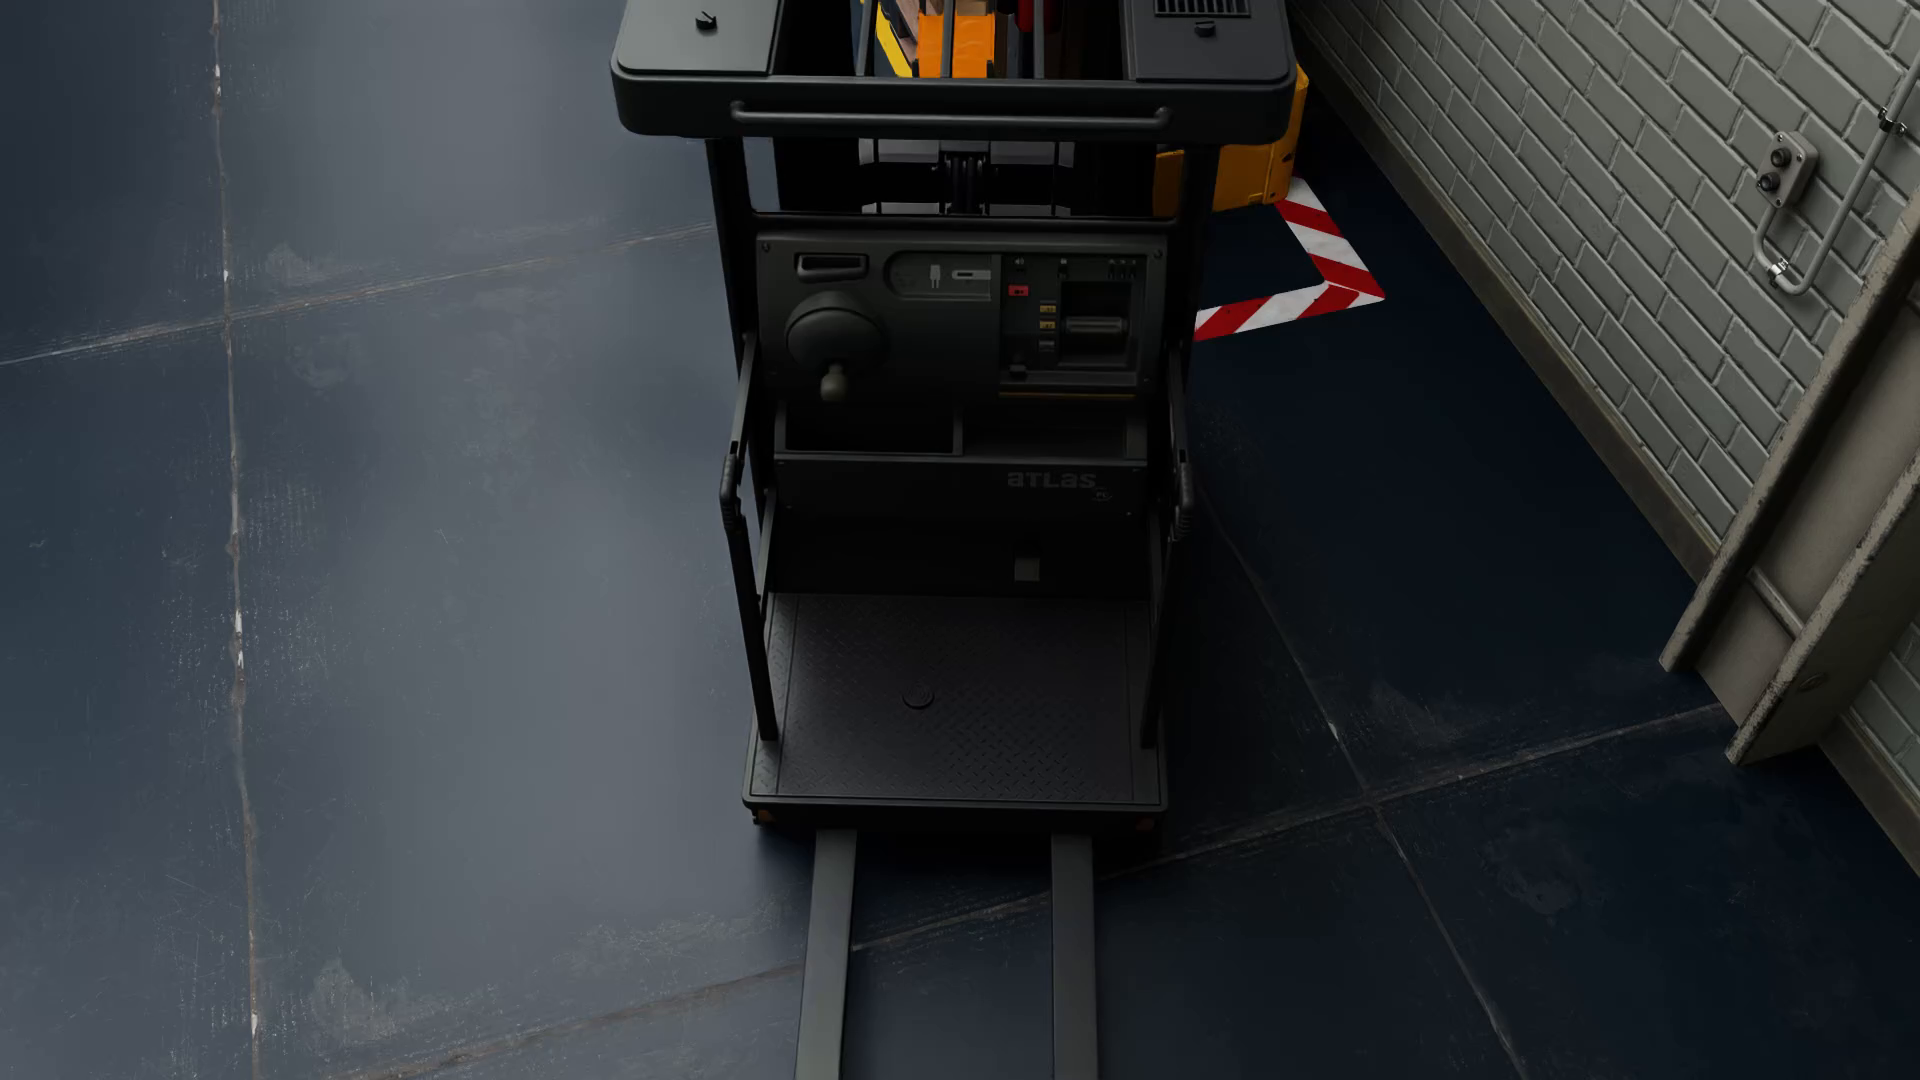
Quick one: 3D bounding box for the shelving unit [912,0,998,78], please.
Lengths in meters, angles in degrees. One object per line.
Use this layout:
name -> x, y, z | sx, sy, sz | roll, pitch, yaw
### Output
shelving unit -> -0.014, -1.206, 5.482 | 0.258, 1.200, 0.503 | 1, 50, 1

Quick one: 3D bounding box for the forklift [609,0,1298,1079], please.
forklift -> -0.001, -0.402, 3.672 | 1.130, 2.935, 3.031 | 1, 50, 1

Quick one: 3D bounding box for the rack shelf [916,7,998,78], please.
rack shelf -> -0.014, -1.459, 5.181 | 0.258, 0.148, 0.480 | 1, 50, 1

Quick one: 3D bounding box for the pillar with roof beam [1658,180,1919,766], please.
pillar with roof beam -> -1.830, -1.465, 0.599 | 9.100, 9.000, 0.400 | -13, 51, -11

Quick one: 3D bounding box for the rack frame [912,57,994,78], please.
rack frame -> -0.021, -1.019, 5.325 | 0.240, 1.200, 0.015 | 1, 50, 1

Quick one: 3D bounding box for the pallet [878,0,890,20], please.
pallet -> -0.011, -2.838, 7.504 | 1.003, 0.211, 1.213 | -13, 51, -11

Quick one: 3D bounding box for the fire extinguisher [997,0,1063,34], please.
fire extinguisher -> 0.261, -1.921, 5.202 | 0.296, 0.674, 0.183 | -13, 51, -11

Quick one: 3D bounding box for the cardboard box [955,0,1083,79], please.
cardboard box -> 0.355, -2.099, 6.418 | 0.700, 0.500, 0.500 | -13, 51, -11

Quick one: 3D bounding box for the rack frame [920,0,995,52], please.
rack frame -> -0.008, -1.392, 5.639 | 0.240, 1.200, 0.015 | 1, 50, 1

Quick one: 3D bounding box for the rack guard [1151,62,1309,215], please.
rack guard -> 0.665, -1.457, 6.152 | 1.175, 0.500, 0.348 | -13, 51, -11

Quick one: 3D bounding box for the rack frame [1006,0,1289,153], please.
rack frame -> 0.658, -2.281, 5.211 | 1.000, 3.000, 0.127 | -13, 51, -11

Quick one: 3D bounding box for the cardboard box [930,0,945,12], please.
cardboard box -> 0.207, -2.464, 6.726 | 0.700, 0.500, 0.500 | -13, 51, -11

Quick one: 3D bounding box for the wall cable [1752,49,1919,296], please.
wall cable -> 1.940, -1.887, 4.214 | 0.084, 1.984, 1.851 | -13, 51, -11

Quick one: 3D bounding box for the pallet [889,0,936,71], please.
pallet -> 0.346, -1.948, 6.754 | 1.003, 0.211, 1.213 | -13, 51, -11
